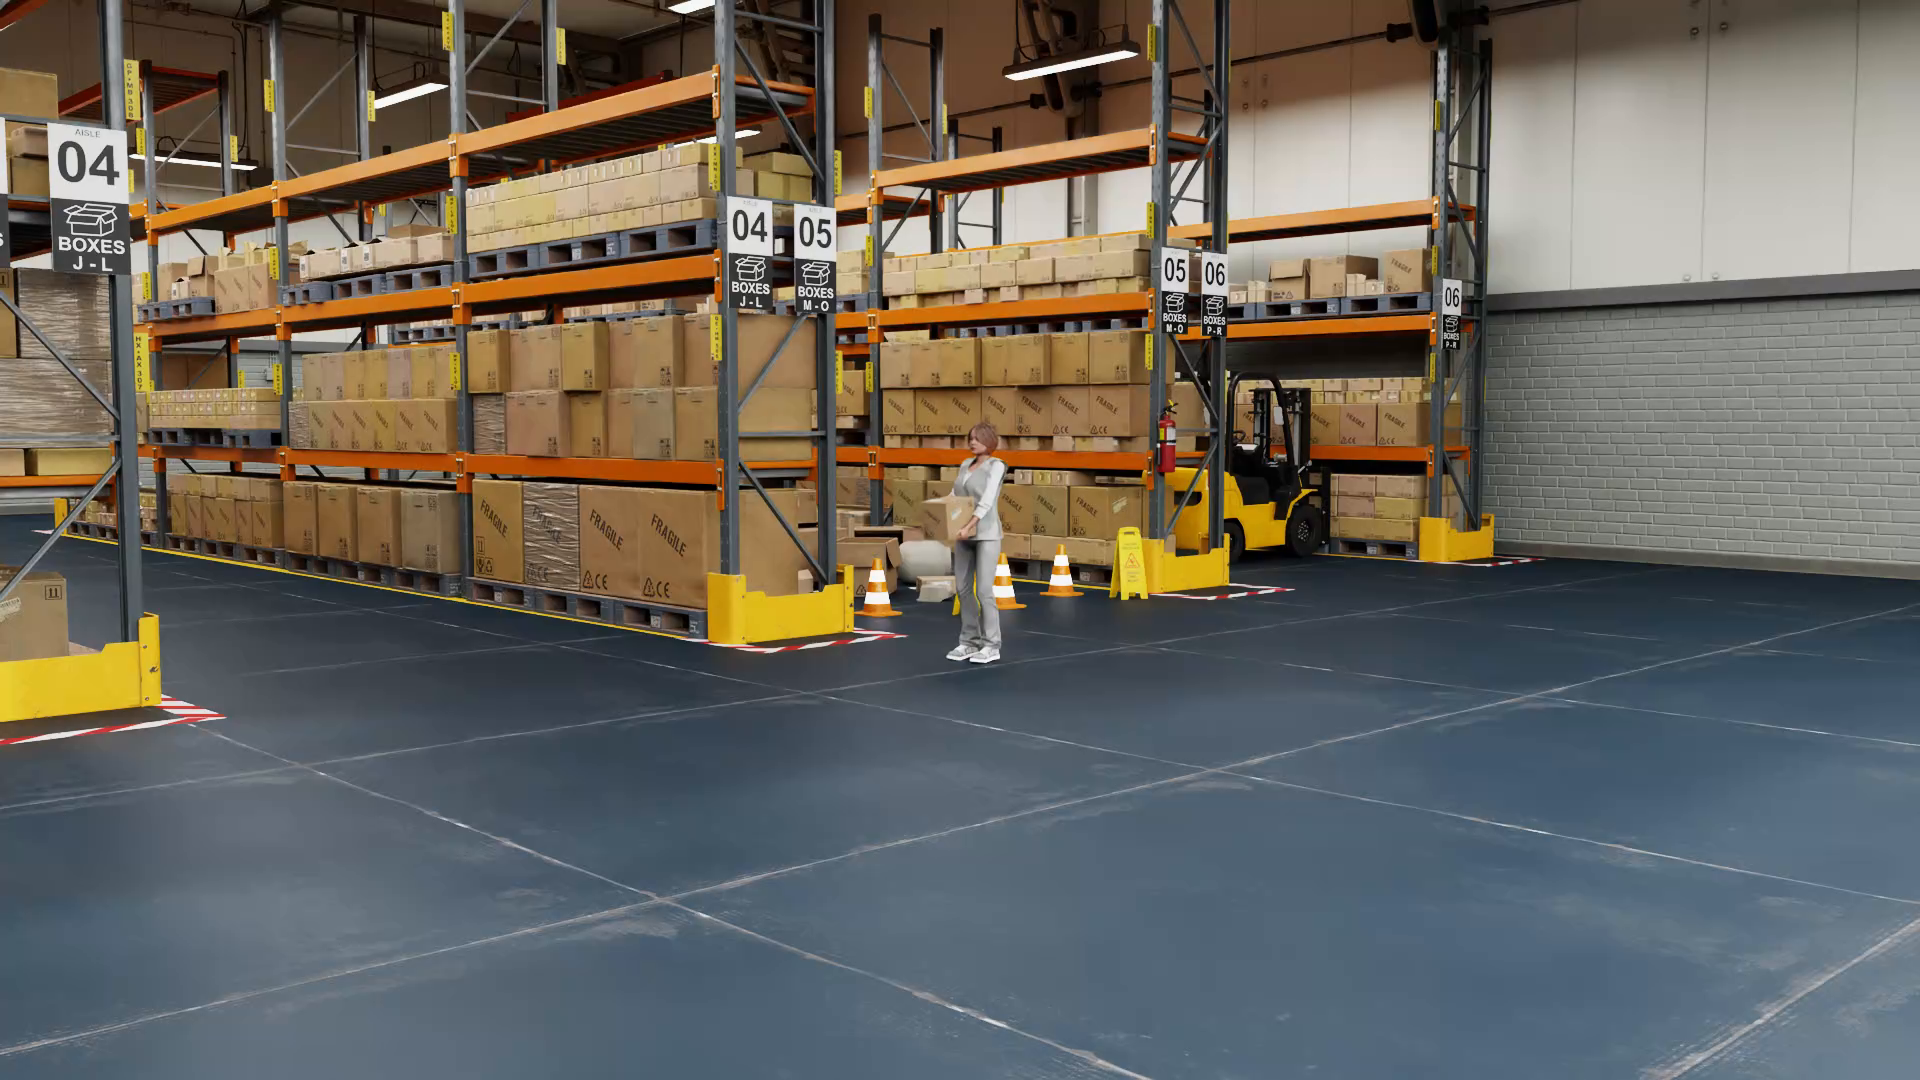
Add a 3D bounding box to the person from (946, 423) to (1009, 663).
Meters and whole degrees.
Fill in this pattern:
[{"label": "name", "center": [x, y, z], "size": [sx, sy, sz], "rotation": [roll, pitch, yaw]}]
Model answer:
[{"label": "person", "center": [0.064, 0.018, 11.060], "size": [0.495, 1.589, 0.405], "rotation": [-4, 6, -43]}]
